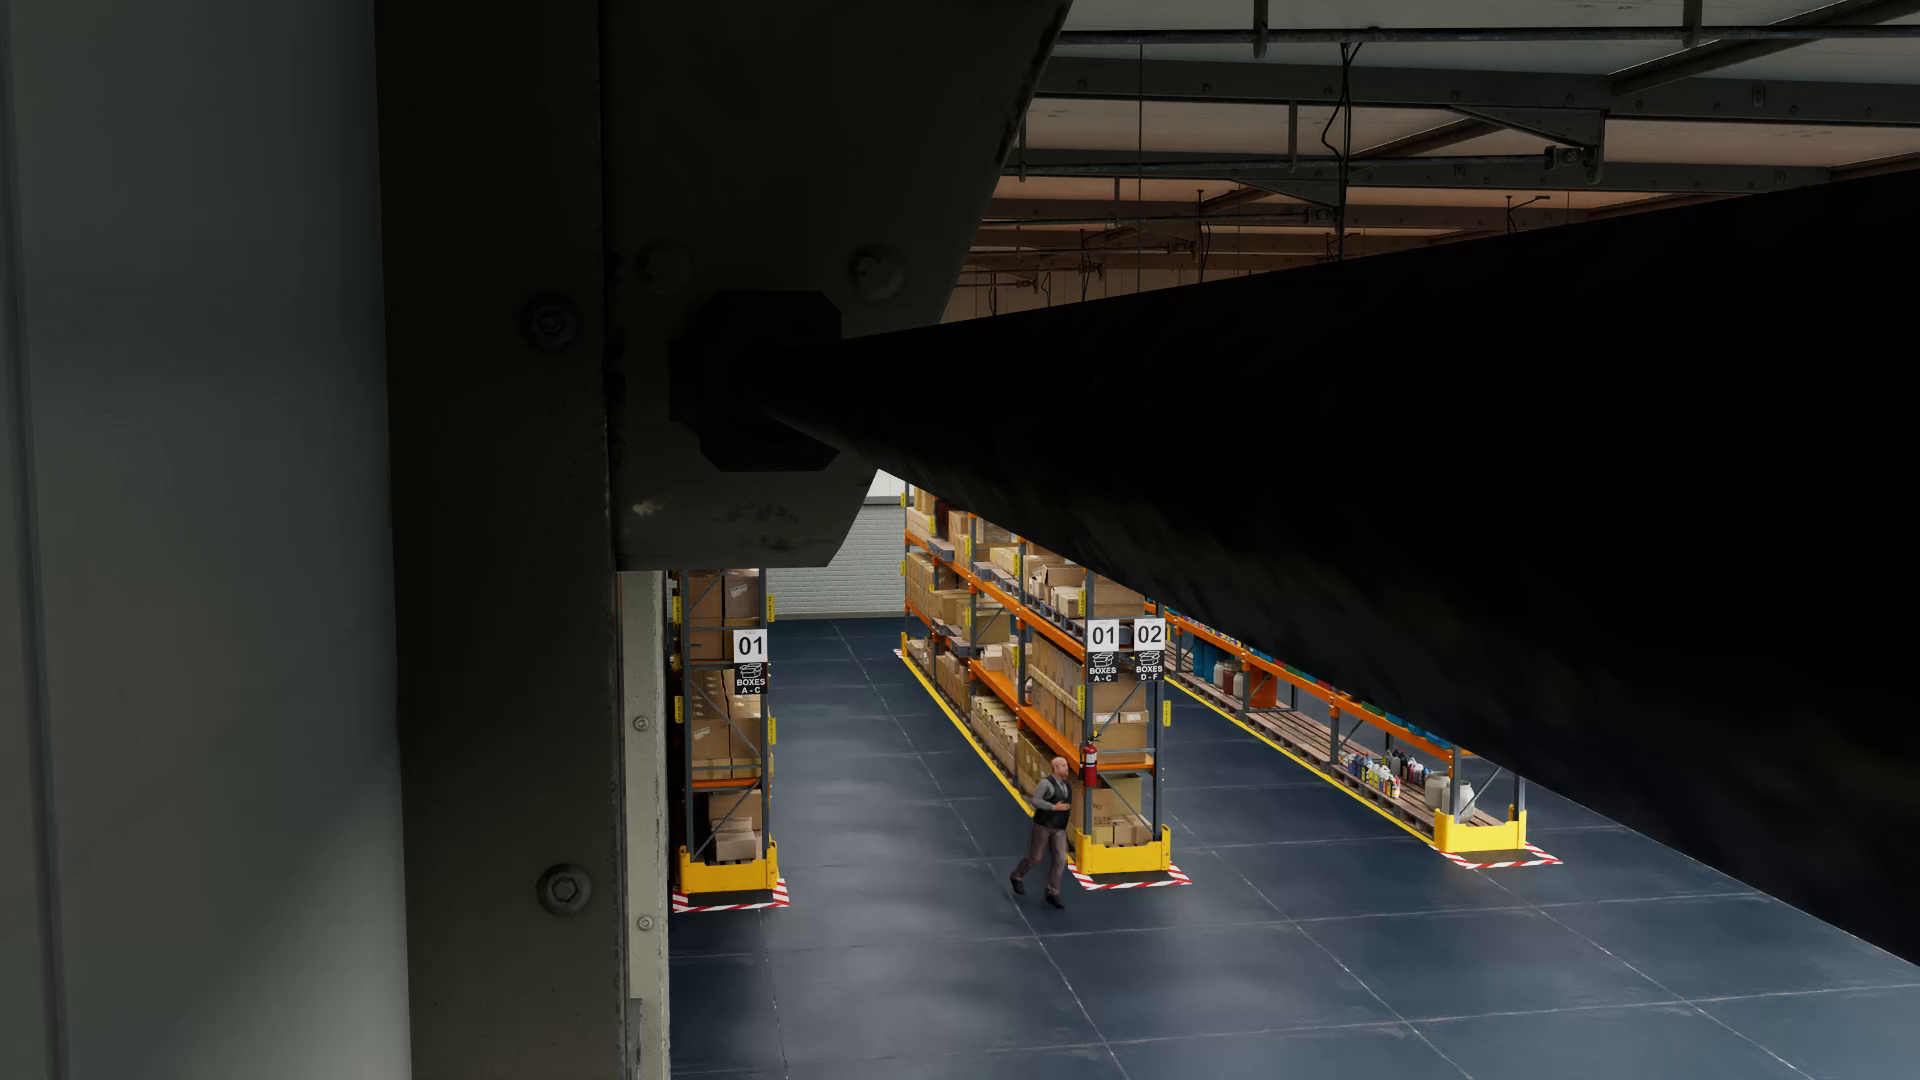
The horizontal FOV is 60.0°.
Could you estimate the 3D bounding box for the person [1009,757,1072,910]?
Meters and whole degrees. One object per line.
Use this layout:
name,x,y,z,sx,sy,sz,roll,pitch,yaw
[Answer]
person,1.095,3.433,19.813,0.678,1.712,0.894,-5,8,-38
